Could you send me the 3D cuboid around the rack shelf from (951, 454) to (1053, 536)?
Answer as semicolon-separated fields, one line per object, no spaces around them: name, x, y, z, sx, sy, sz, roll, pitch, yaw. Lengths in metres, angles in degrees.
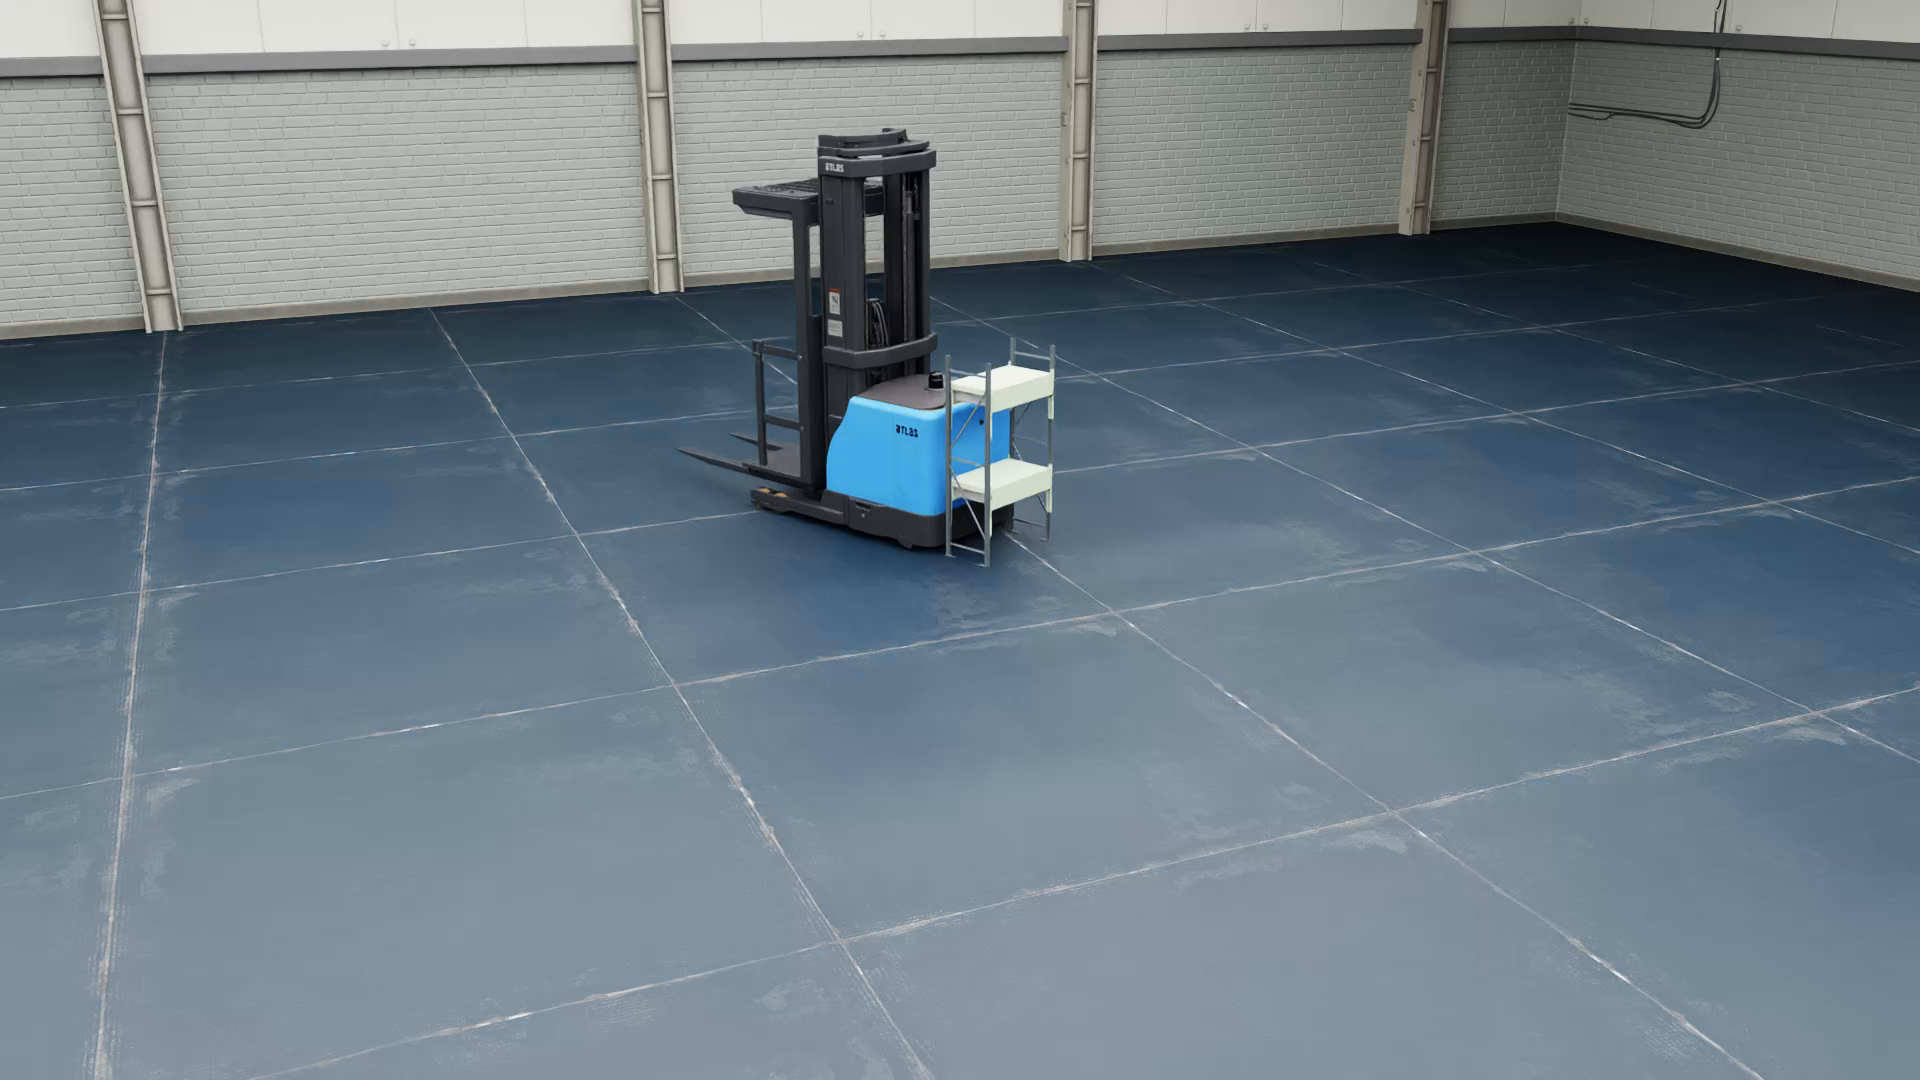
rack shelf;0.292;-0.336;12.198;0.431;0.370;0.720;16;25;38

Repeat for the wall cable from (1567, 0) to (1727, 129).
wall cable;10.399;-7.616;25.277;0.112;2.526;3.097;-8;21;-22

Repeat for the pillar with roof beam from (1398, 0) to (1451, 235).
pillar with roof beam;8.876;-7.783;21.077;0.400;9.000;9.100;-8;21;-22

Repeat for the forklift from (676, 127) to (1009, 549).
forklift;-1.031;-1.704;12.949;3.031;2.935;1.130;16;25;38

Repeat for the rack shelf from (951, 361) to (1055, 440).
rack shelf;0.292;-1.011;11.961;0.431;0.370;0.720;16;25;38

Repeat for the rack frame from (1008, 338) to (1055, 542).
rack frame;0.528;-0.736;12.354;0.400;1.500;0.023;16;25;38

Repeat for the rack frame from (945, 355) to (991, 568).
rack frame;0.055;-0.550;11.827;0.400;1.500;0.023;16;25;38

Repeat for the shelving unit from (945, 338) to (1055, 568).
shelving unit;0.292;-0.643;12.090;0.431;1.500;0.755;16;25;38

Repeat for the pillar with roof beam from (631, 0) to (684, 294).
pillar with roof beam;-2.143;-6.204;16.594;0.400;9.000;9.100;-8;21;-22

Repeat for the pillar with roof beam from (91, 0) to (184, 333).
pillar with roof beam;-7.652;-5.415;14.352;0.400;9.000;9.100;-8;21;-22

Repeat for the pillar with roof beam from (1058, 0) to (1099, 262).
pillar with roof beam;3.367;-6.994;18.835;0.400;9.000;9.100;-8;21;-22
